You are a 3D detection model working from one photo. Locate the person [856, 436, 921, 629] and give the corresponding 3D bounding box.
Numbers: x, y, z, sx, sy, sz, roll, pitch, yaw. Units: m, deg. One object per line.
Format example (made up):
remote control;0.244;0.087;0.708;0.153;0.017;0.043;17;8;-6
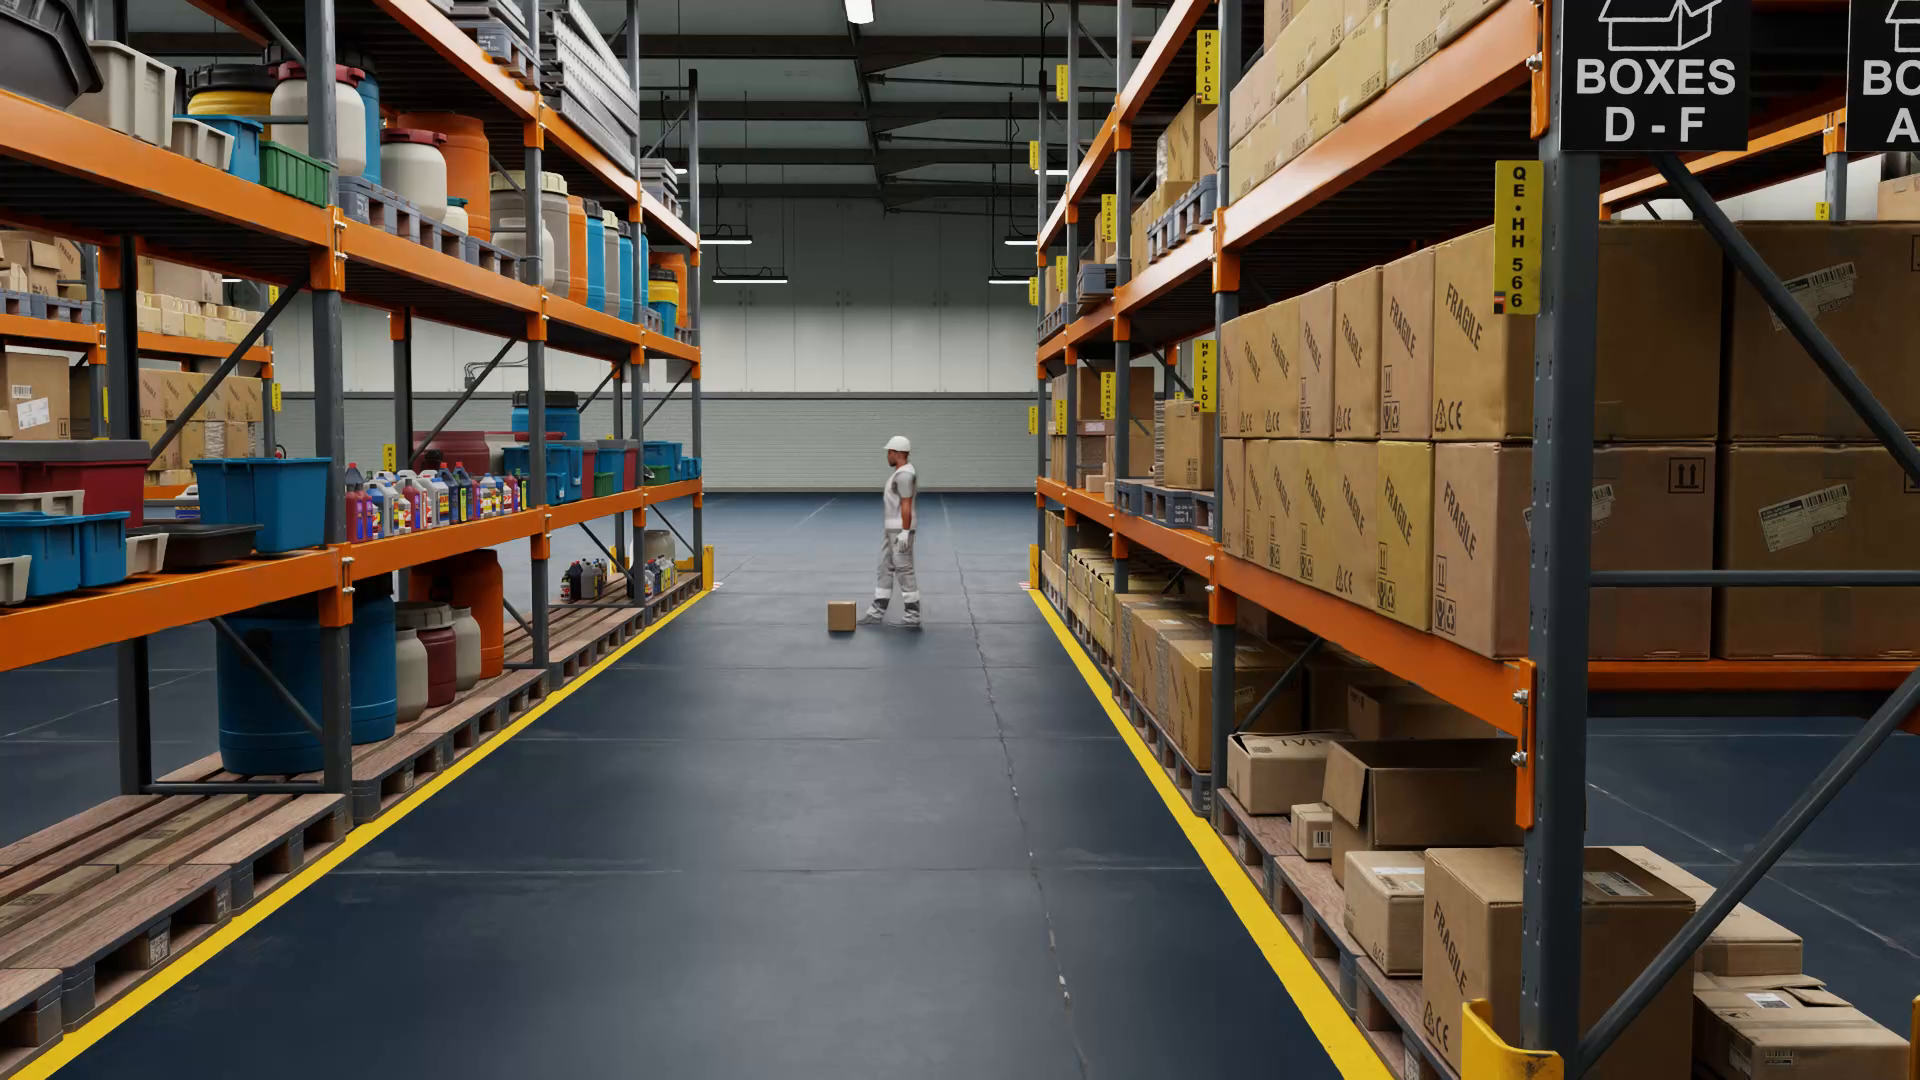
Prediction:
person;-0.693;-0.071;15.424;0.657;1.781;0.571;0;4;-3
